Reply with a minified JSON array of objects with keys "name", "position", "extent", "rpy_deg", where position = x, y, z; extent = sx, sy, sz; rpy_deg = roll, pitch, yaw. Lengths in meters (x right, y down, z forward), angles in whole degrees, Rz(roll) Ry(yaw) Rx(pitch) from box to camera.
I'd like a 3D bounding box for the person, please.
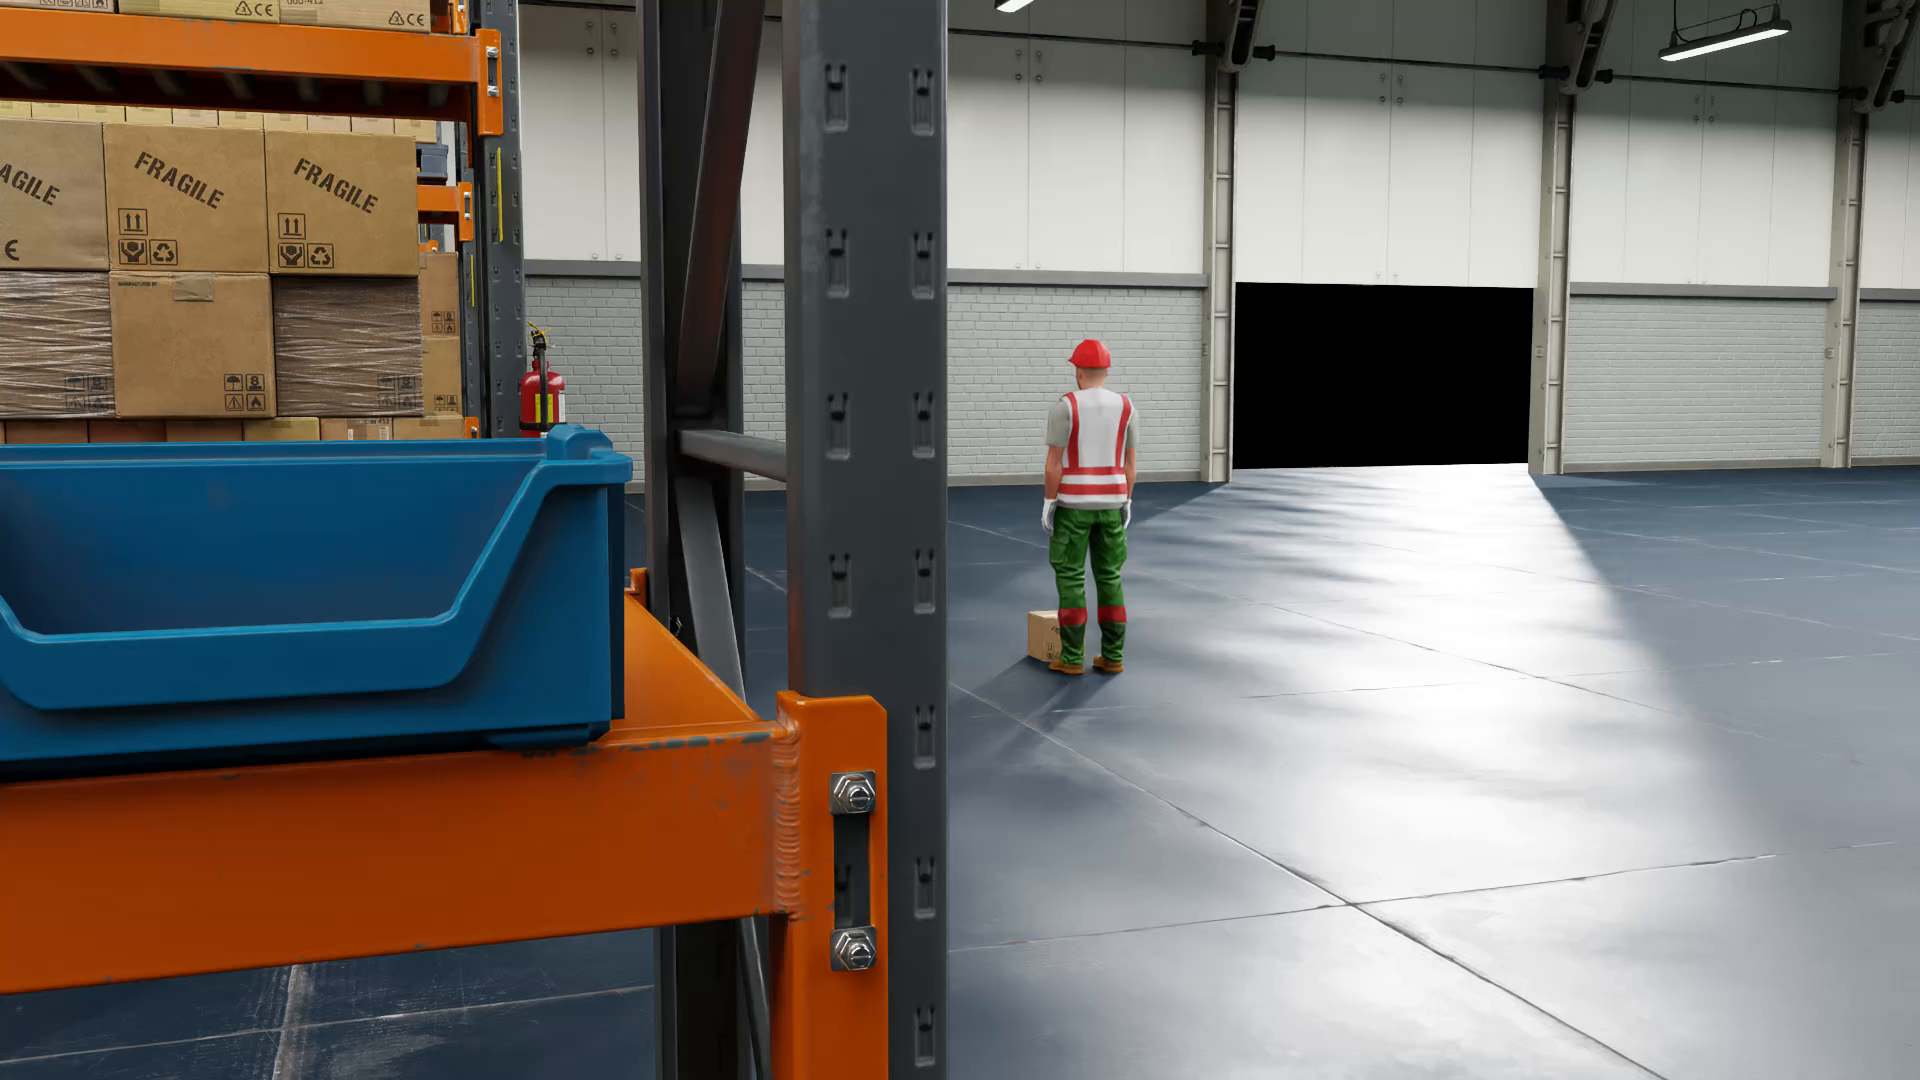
[{"name":"person","position":[0.689,-0.178,8.930],"extent":[0.525,1.789,0.354],"rpy_deg":[-2,6,-17]}]
